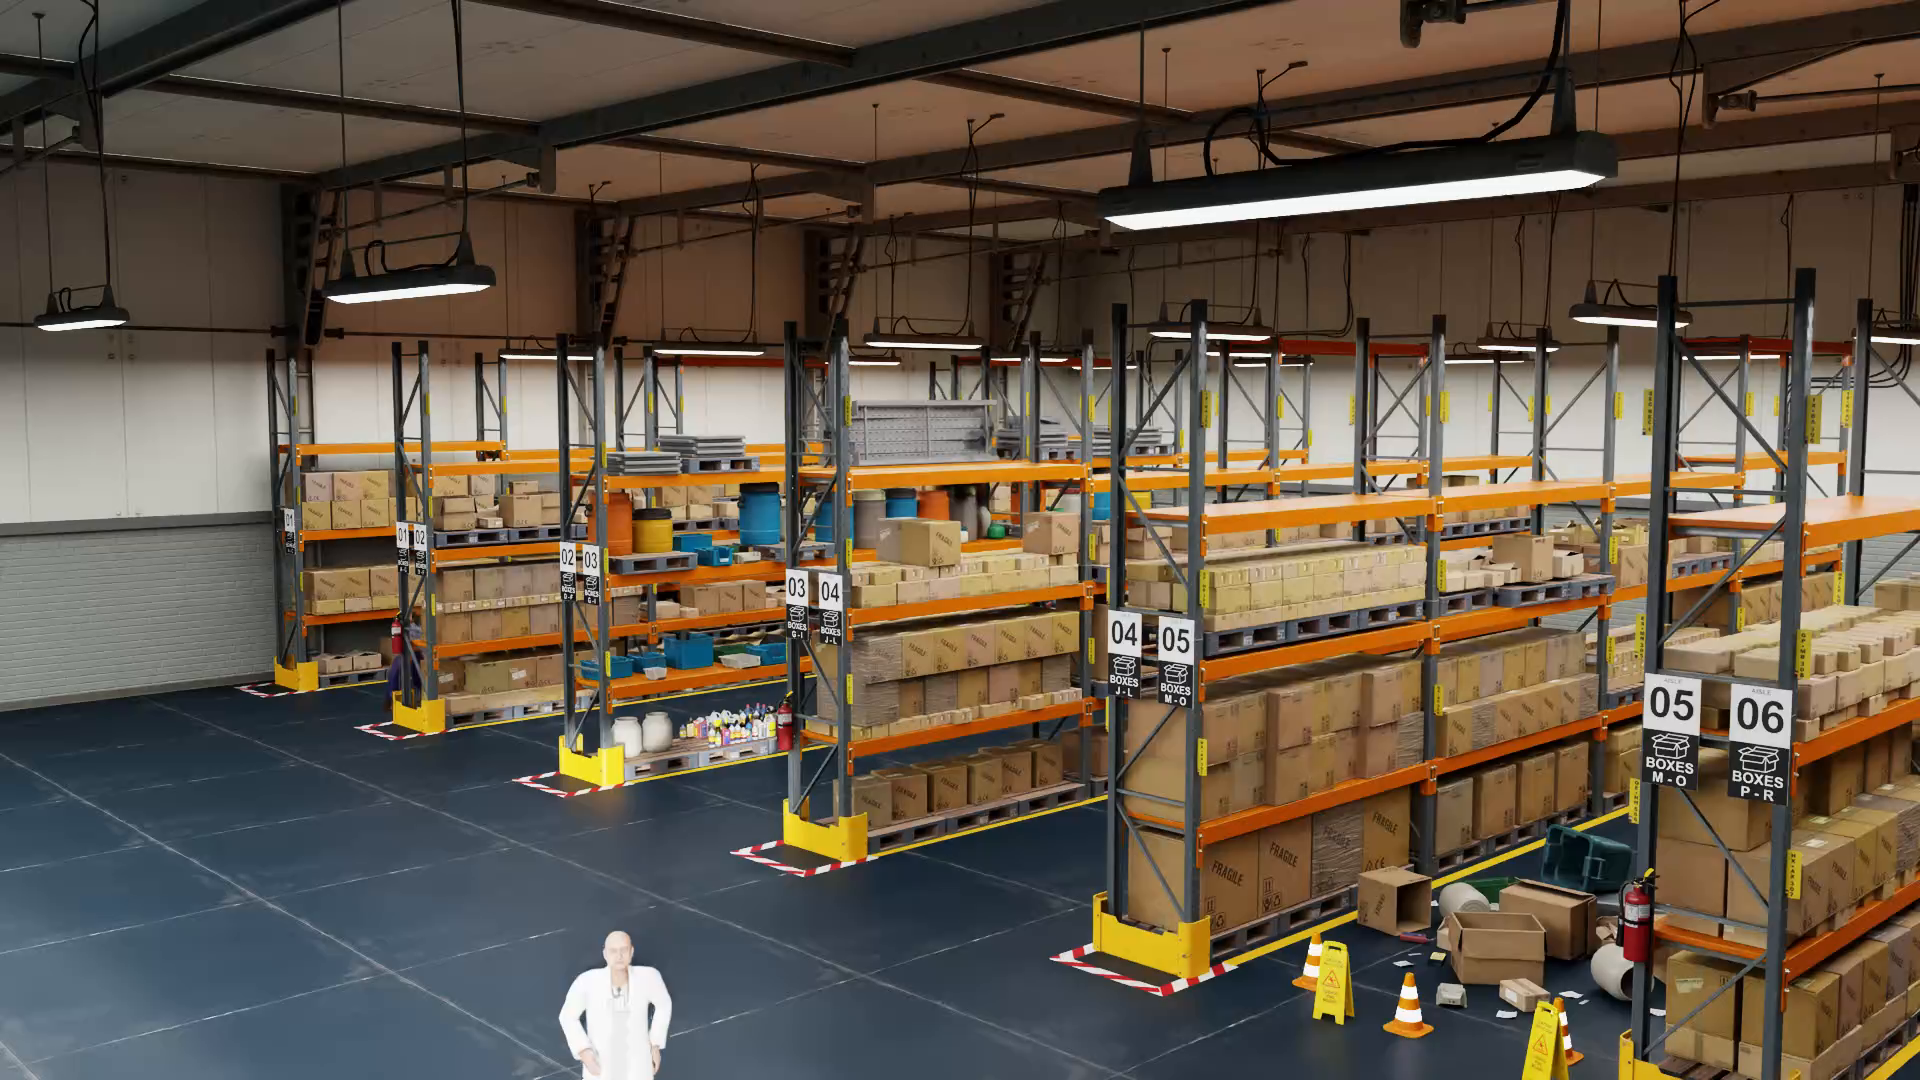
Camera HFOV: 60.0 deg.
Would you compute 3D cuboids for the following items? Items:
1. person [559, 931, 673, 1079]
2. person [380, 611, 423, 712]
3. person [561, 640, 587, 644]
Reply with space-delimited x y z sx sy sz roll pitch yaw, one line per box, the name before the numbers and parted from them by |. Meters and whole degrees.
person | -2.207 3.374 10.719 0.718 1.760 0.833 -1 5 -13
person | -9.060 1.975 27.448 0.626 1.664 0.909 3 6 28
person | -6.870 1.734 29.505 0.637 1.738 0.733 4 6 40
